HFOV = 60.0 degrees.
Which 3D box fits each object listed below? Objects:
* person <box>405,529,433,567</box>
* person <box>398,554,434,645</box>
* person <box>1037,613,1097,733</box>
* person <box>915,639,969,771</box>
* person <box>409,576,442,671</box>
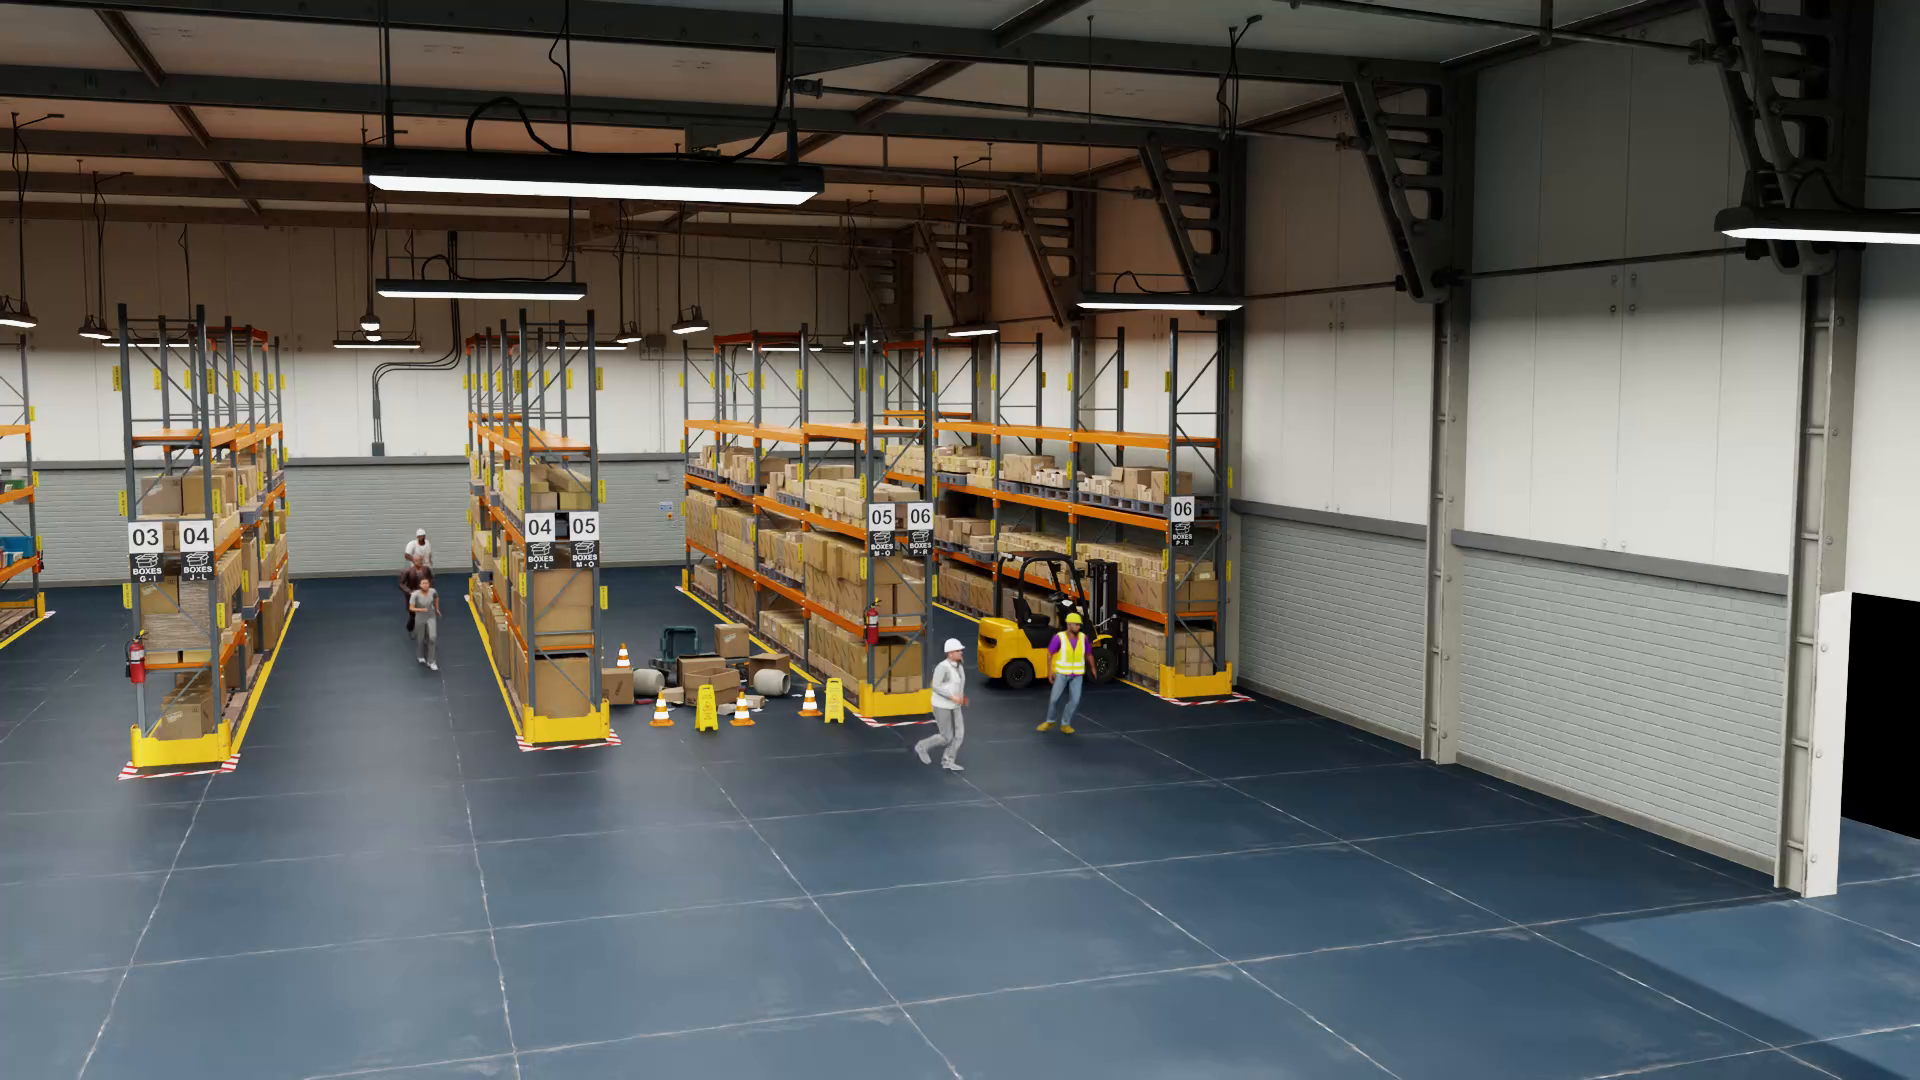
[{"bbox_3d":[-12.101,0.608,37.144,0.672,1.736,0.848,-4,7,-35],"label":"person"},{"bbox_3d":[-10.446,1.120,31.907,0.706,1.734,0.874,-3,6,-31],"label":"person"},{"bbox_3d":[1.520,1.901,23.610,0.795,1.735,0.567,-1,6,-14],"label":"person"},{"bbox_3d":[-0.213,2.121,21.489,0.753,1.725,0.659,3,6,31],"label":"person"},{"bbox_3d":[-9.370,1.427,29.136,0.561,1.639,0.955,-3,6,-25],"label":"person"}]
